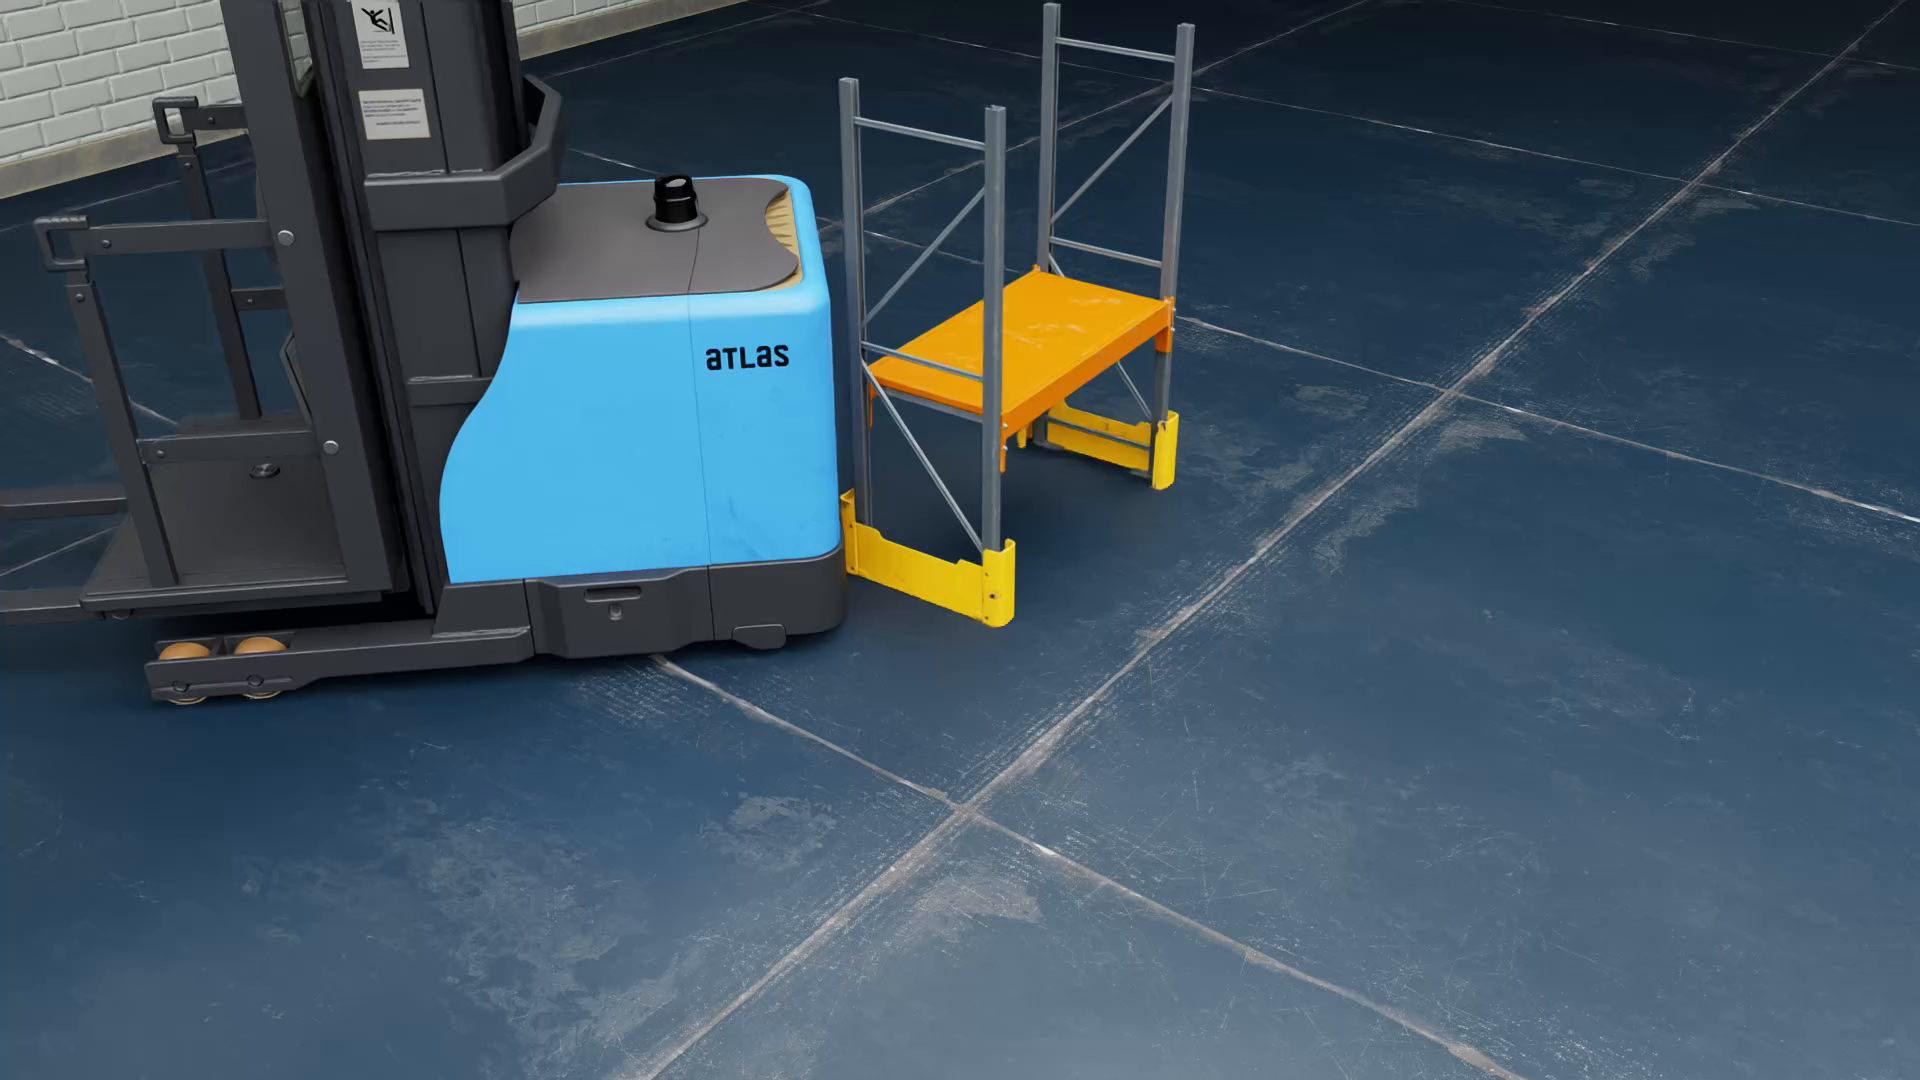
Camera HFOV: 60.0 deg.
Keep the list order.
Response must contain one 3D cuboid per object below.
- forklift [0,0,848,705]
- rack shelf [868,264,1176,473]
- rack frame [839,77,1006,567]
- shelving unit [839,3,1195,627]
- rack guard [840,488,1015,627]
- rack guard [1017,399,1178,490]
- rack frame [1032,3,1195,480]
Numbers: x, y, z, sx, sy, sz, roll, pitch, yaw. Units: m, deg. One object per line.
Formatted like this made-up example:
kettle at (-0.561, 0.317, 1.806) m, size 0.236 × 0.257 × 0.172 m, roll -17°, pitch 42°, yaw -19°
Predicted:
forklift at (-1.881, -1.104, 4.237) m, size 3.031 × 2.935 × 1.130 m, roll -4°, pitch 31°, yaw -7°
rack shelf at (0.184, -0.549, 5.058) m, size 0.538 × 0.185 × 1.000 m, roll 19°, pitch 36°, yaw 29°
rack frame at (-0.101, -0.489, 4.604) m, size 0.500 × 1.500 × 0.032 m, roll 19°, pitch 36°, yaw 29°
shelving unit at (0.179, -0.700, 4.960) m, size 0.587 × 1.500 × 1.083 m, roll 19°, pitch 36°, yaw 29°
rack guard at (-0.101, 0.048, 4.924) m, size 0.587 × 0.250 × 0.087 m, roll 19°, pitch 36°, yaw 29°
rack guard at (0.458, -0.372, 5.633) m, size 0.587 × 0.250 × 0.087 m, roll 19°, pitch 36°, yaw 29°
rack frame at (0.469, -0.918, 5.328) m, size 0.500 × 1.500 × 0.032 m, roll 19°, pitch 36°, yaw 29°
